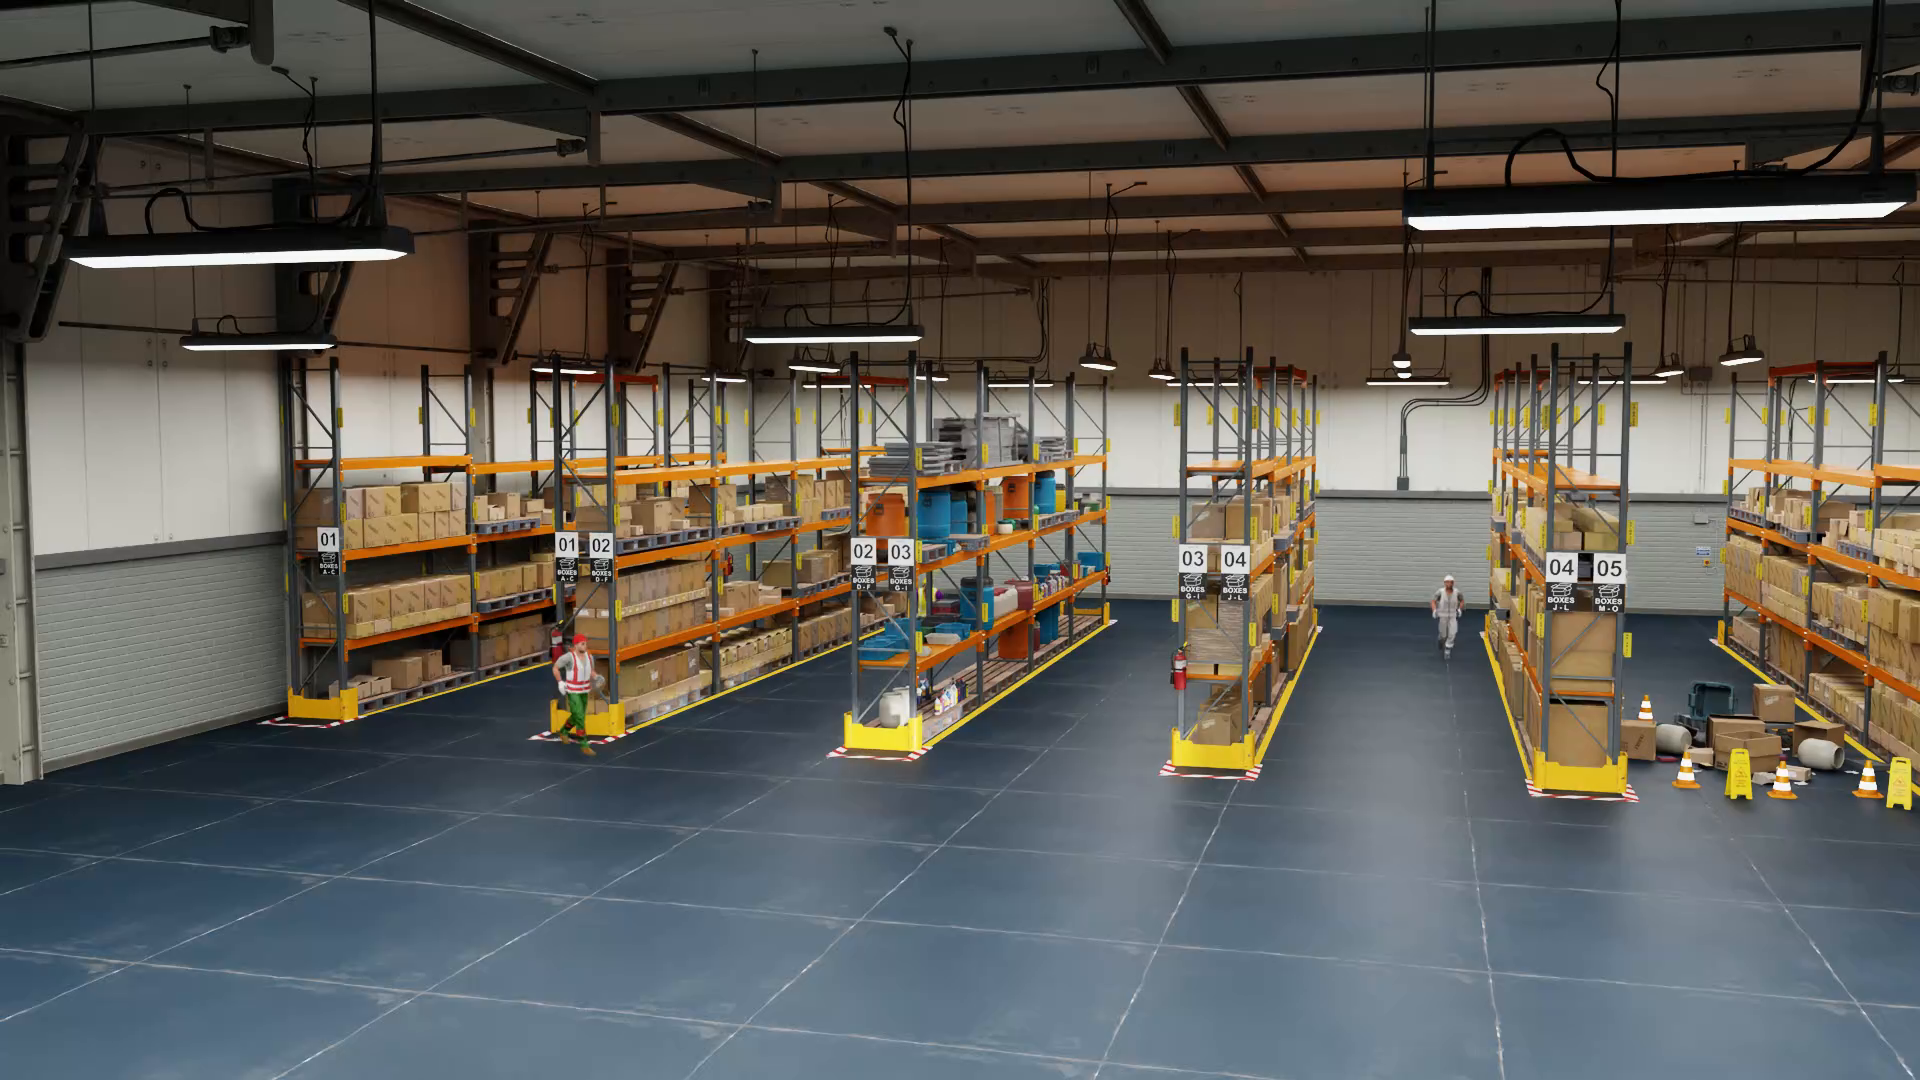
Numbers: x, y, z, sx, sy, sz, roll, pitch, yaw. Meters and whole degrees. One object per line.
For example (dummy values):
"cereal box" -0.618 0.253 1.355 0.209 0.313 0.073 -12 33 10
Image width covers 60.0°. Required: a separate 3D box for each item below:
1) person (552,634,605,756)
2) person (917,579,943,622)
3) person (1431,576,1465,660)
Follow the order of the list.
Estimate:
"person" -5.743 2.282 24.852 0.986 1.787 0.619 3 5 37
"person" -0.700 1.616 34.752 0.690 1.683 0.712 0 4 -2
"person" 10.184 1.601 34.723 0.684 1.735 0.676 0 4 4
